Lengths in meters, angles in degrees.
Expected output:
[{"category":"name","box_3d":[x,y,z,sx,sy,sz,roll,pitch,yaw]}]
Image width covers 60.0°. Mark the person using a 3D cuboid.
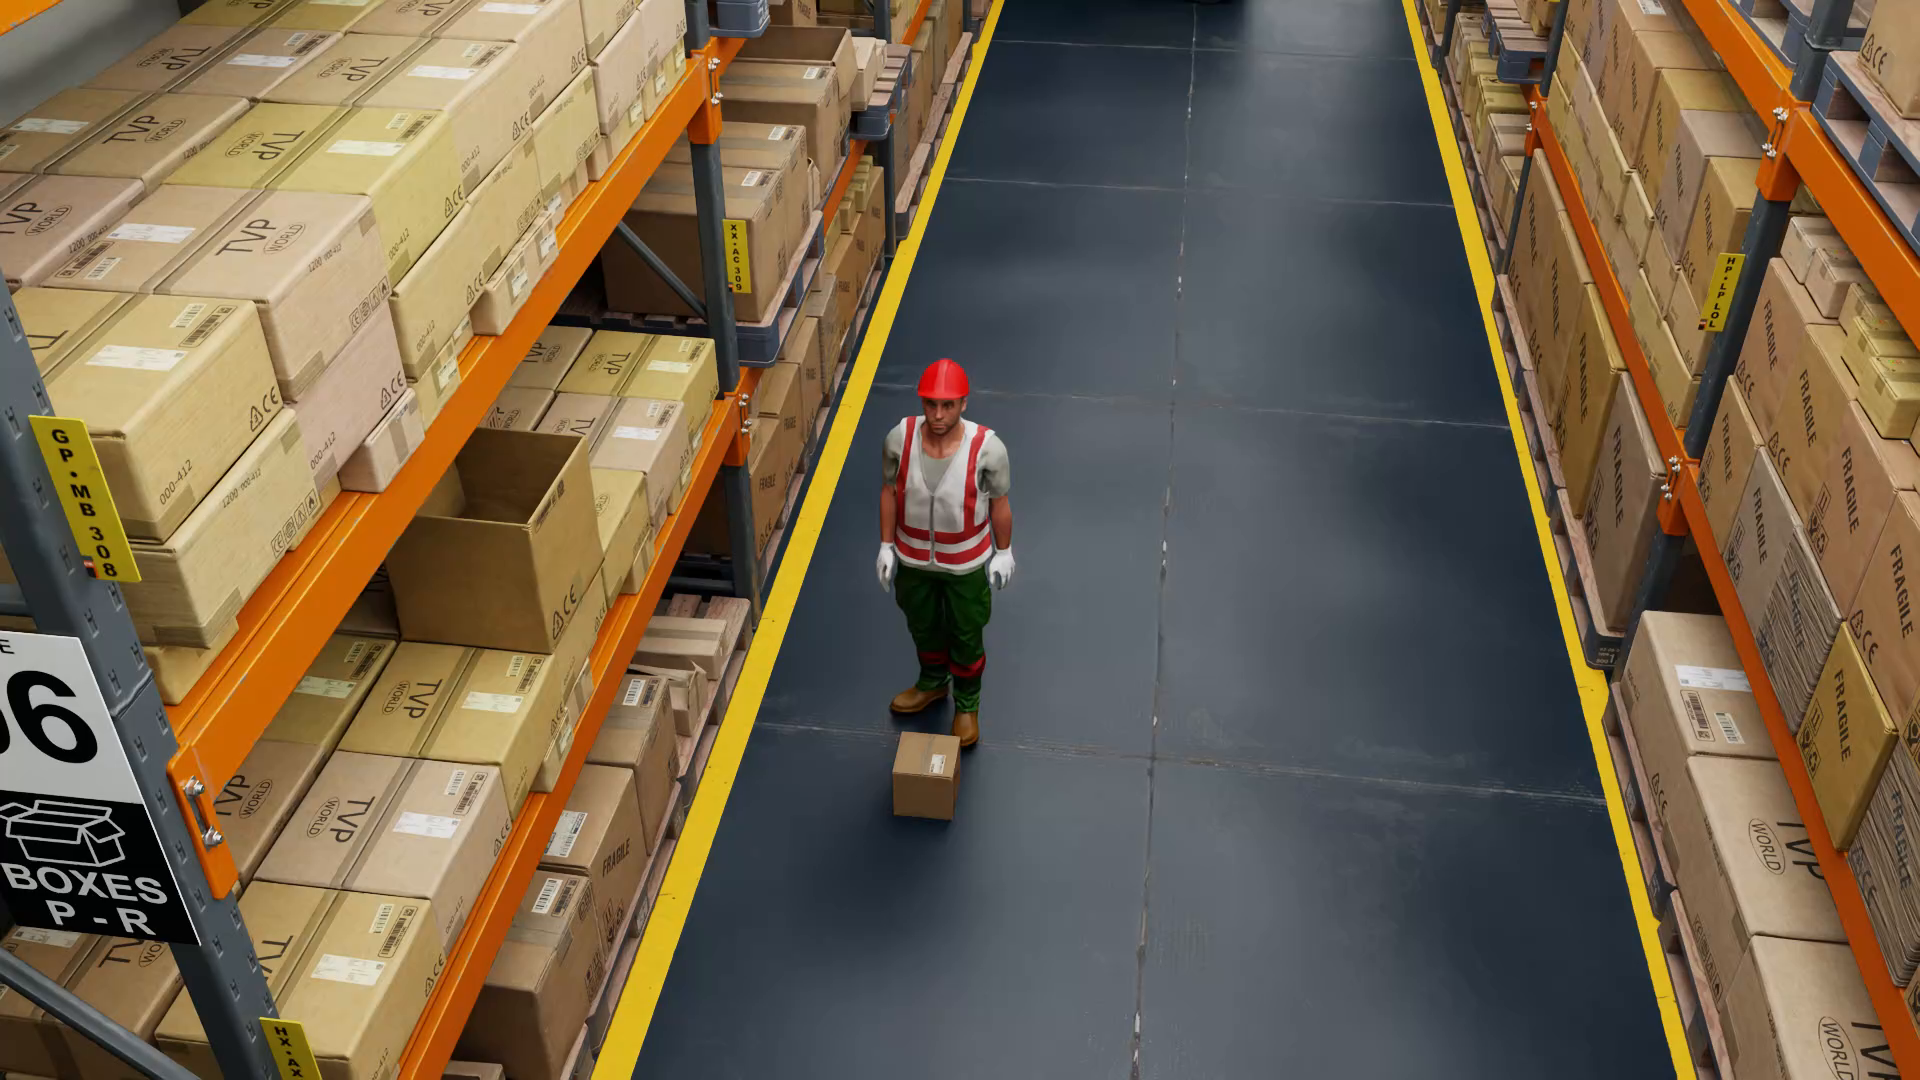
[{"category":"person","box_3d":[-0.062,0.063,6.896,0.563,1.789,0.392,9,37,12]}]
